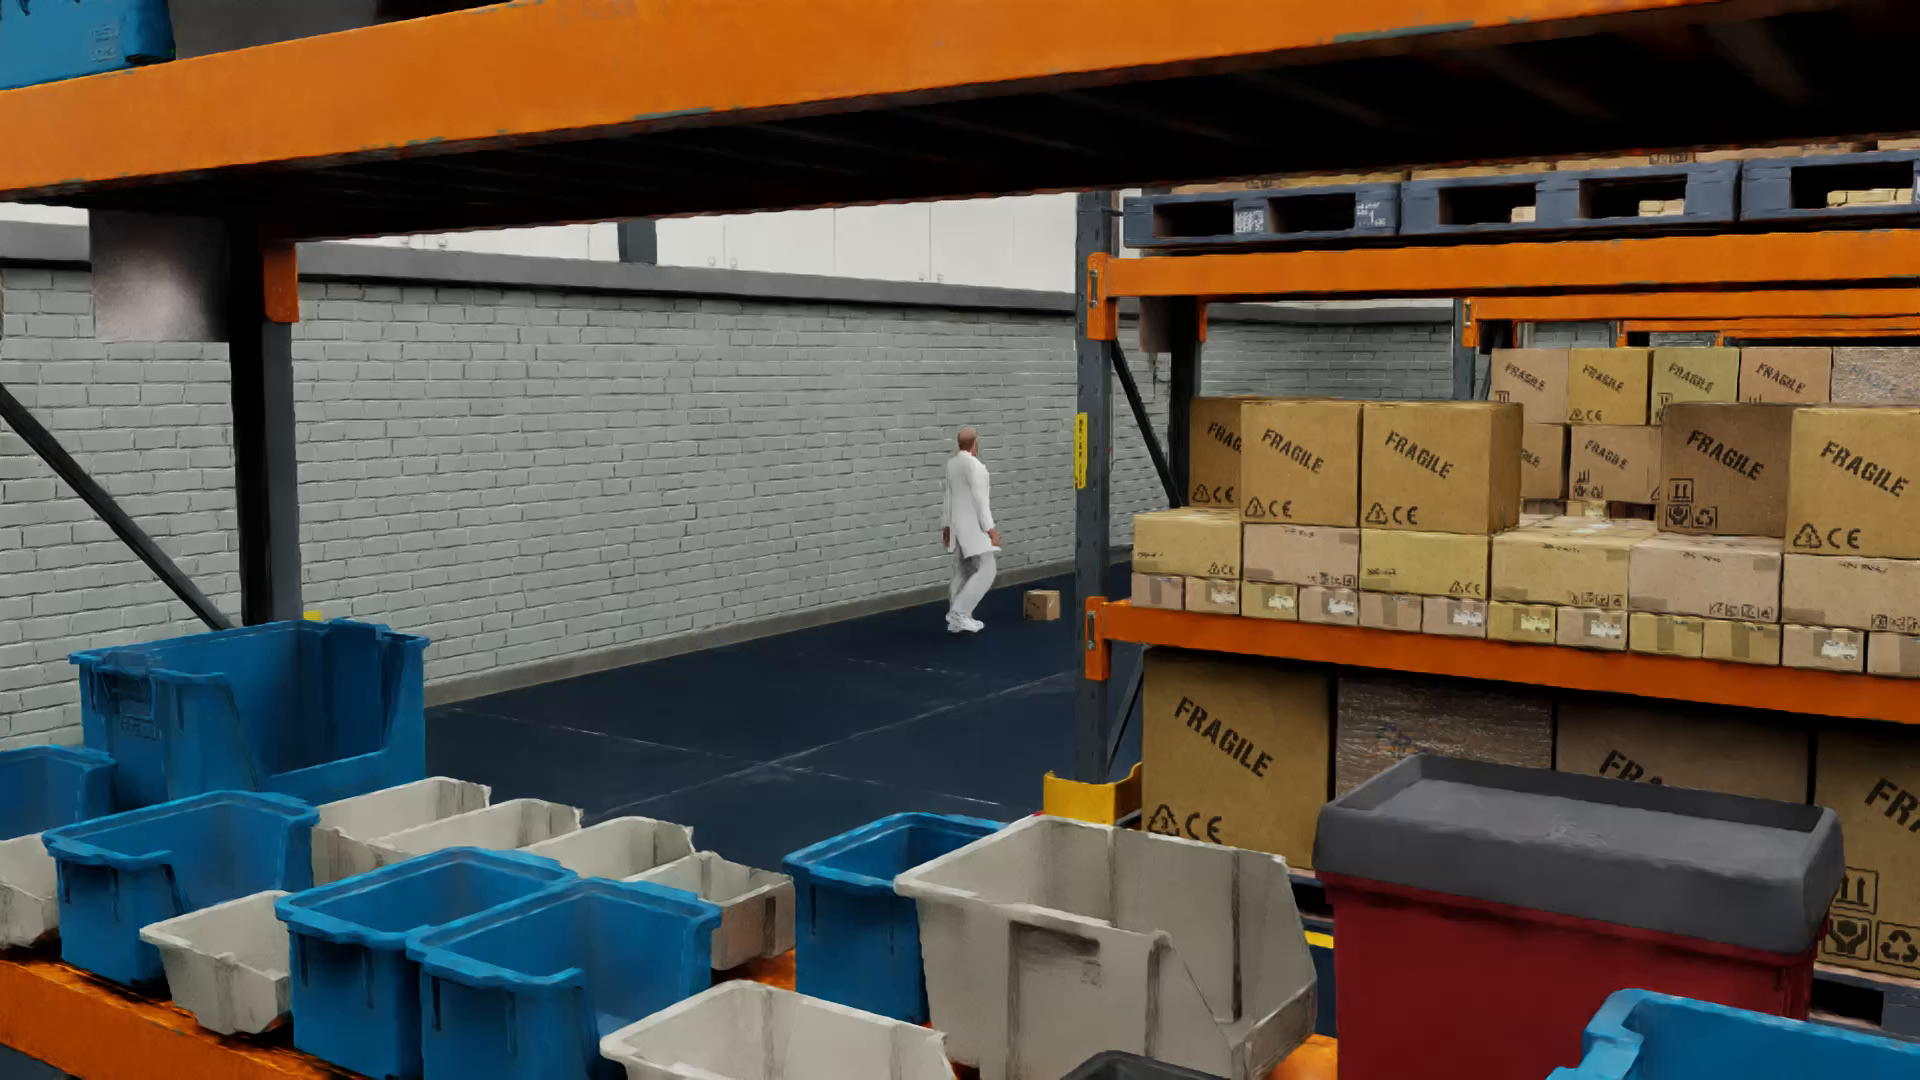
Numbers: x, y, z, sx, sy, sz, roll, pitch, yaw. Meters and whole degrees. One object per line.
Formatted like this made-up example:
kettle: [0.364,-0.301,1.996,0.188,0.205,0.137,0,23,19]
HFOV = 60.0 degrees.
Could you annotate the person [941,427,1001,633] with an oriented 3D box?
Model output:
person: [0.070,-0.082,14.342,0.514,1.771,0.768,-3,7,-25]
